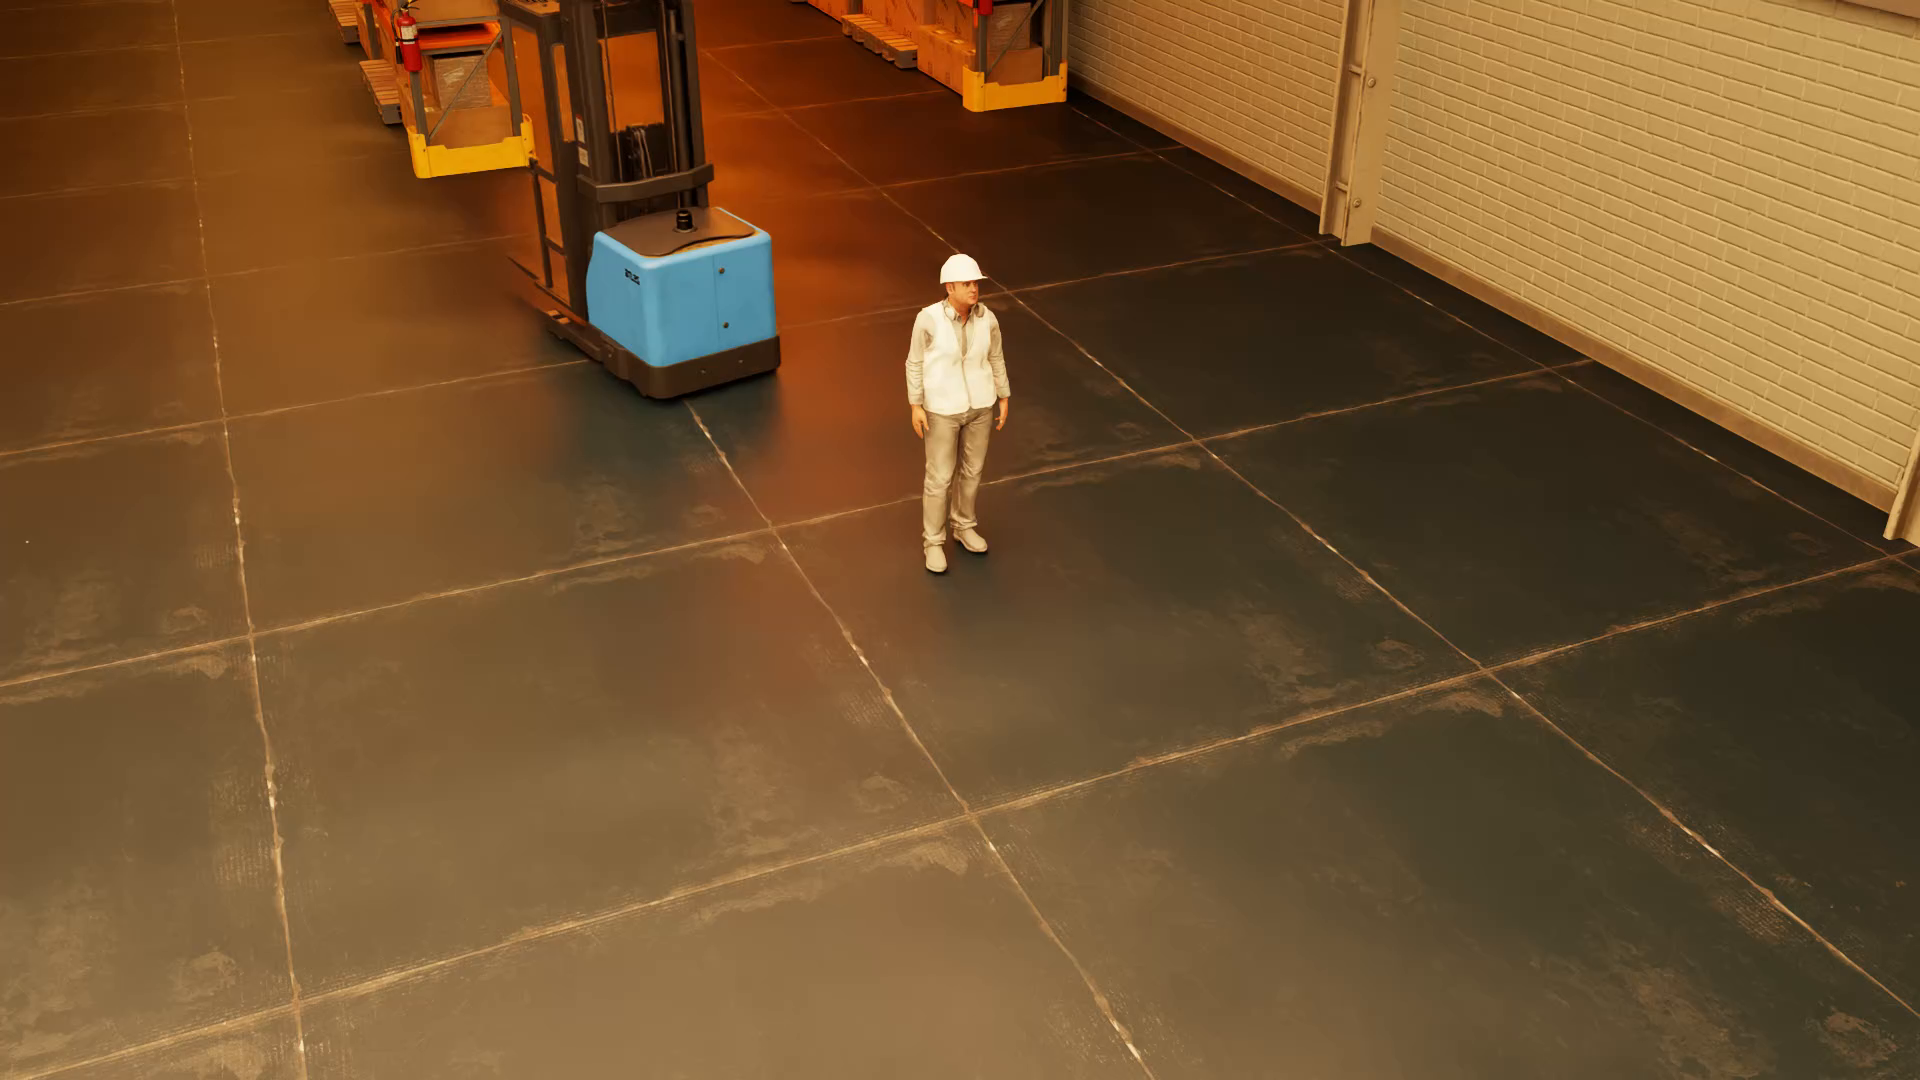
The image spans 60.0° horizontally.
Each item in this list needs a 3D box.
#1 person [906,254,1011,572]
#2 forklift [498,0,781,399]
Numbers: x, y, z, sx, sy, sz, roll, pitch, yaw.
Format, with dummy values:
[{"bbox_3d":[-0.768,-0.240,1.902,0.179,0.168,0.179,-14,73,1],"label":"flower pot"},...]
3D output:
[{"bbox_3d":[0.017,-0.747,9.576,0.632,1.773,0.568,-12,32,-20],"label":"person"},{"bbox_3d":[-2.586,-2.937,12.257,1.130,2.935,3.031,-20,35,-31],"label":"forklift"}]
